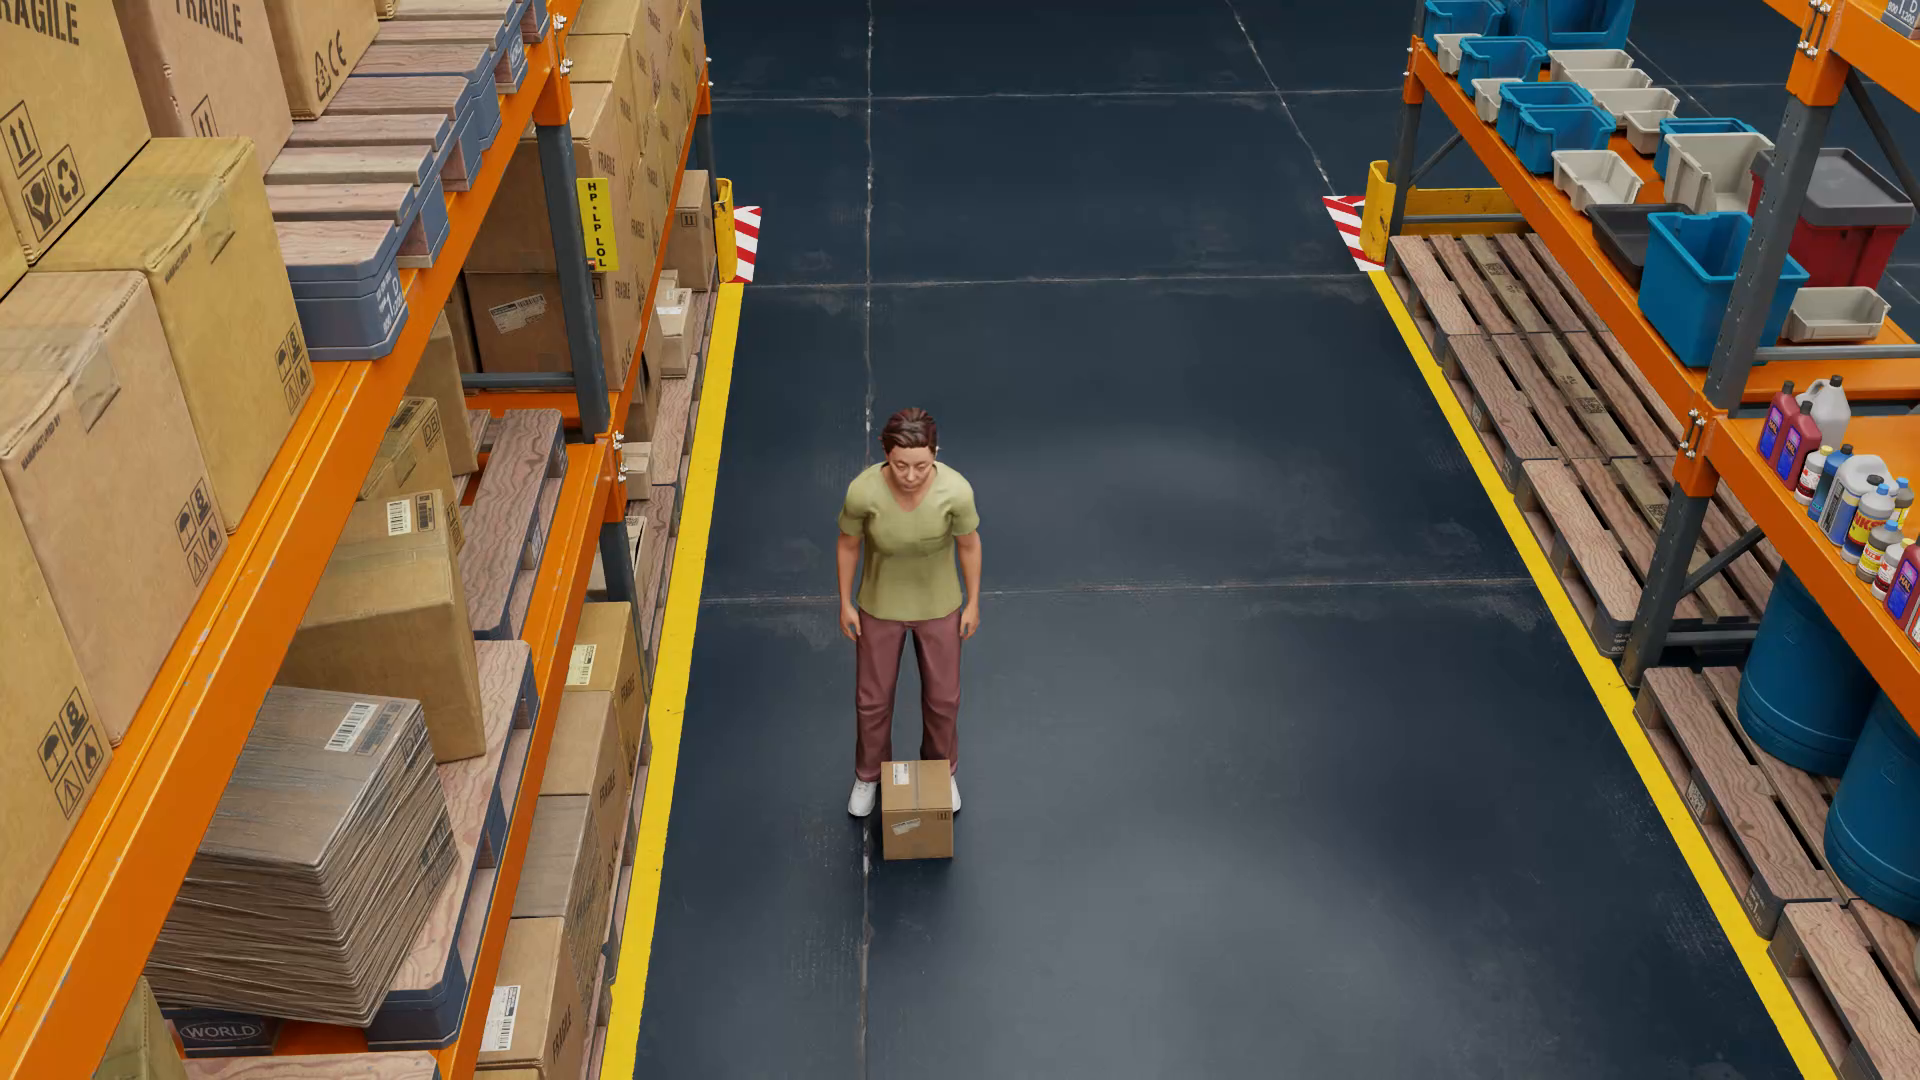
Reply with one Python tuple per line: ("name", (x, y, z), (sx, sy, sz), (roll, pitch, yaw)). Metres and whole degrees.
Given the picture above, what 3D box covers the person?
("person", (-0.174, 0.251, 5.793), (0.499, 1.673, 0.357), (-1, 35, -1))
